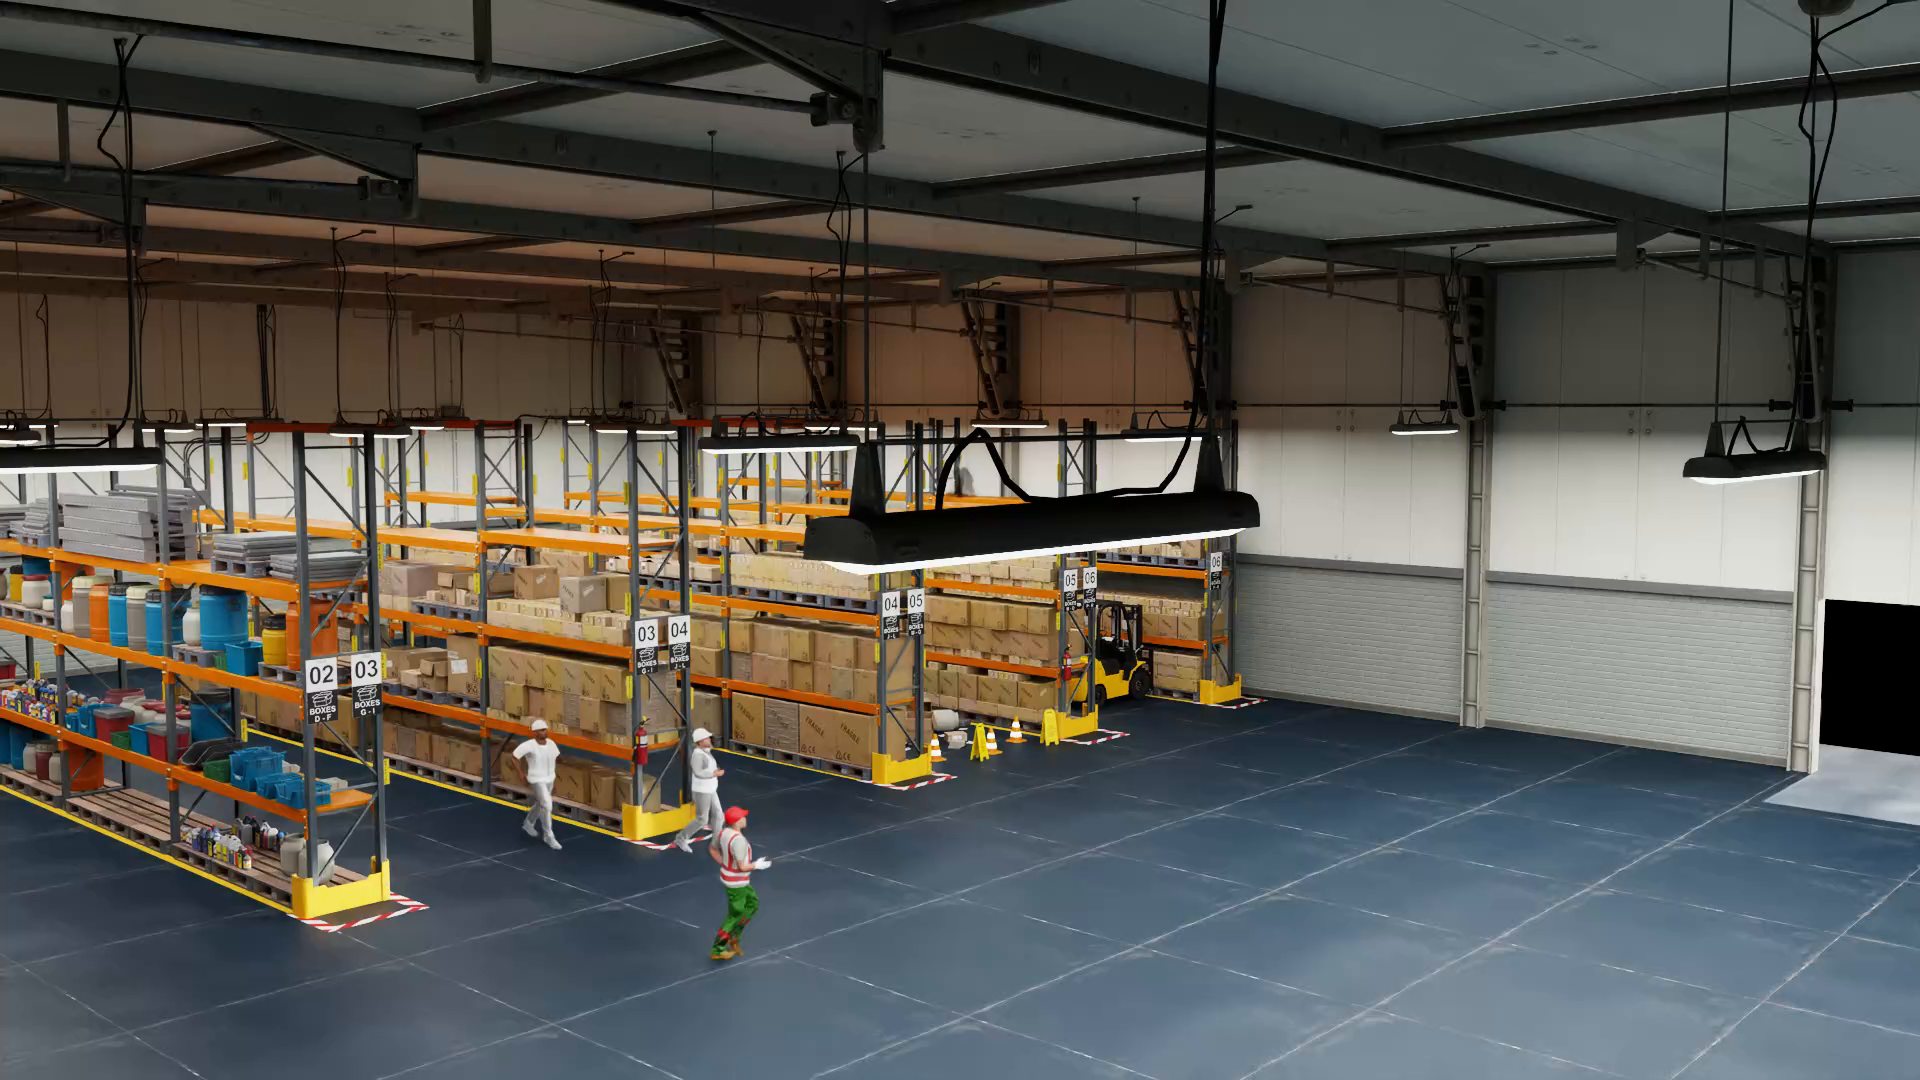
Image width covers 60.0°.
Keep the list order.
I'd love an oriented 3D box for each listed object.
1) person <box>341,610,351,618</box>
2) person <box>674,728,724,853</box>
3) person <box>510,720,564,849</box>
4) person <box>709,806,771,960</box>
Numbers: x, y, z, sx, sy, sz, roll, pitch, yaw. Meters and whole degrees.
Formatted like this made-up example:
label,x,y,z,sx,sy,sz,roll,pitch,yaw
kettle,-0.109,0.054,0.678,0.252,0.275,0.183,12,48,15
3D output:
label,x,y,z,sx,sy,sz,roll,pitch,yaw
person,-13.858,2.387,37.359,0.709,1.769,0.912,-1,5,-16
person,-3.604,3.538,23.330,0.819,1.814,0.664,0,5,2
person,-6.015,3.479,23.886,0.879,1.803,0.682,3,5,30
person,-2.513,3.899,18.908,0.692,1.784,0.628,-2,5,-22
